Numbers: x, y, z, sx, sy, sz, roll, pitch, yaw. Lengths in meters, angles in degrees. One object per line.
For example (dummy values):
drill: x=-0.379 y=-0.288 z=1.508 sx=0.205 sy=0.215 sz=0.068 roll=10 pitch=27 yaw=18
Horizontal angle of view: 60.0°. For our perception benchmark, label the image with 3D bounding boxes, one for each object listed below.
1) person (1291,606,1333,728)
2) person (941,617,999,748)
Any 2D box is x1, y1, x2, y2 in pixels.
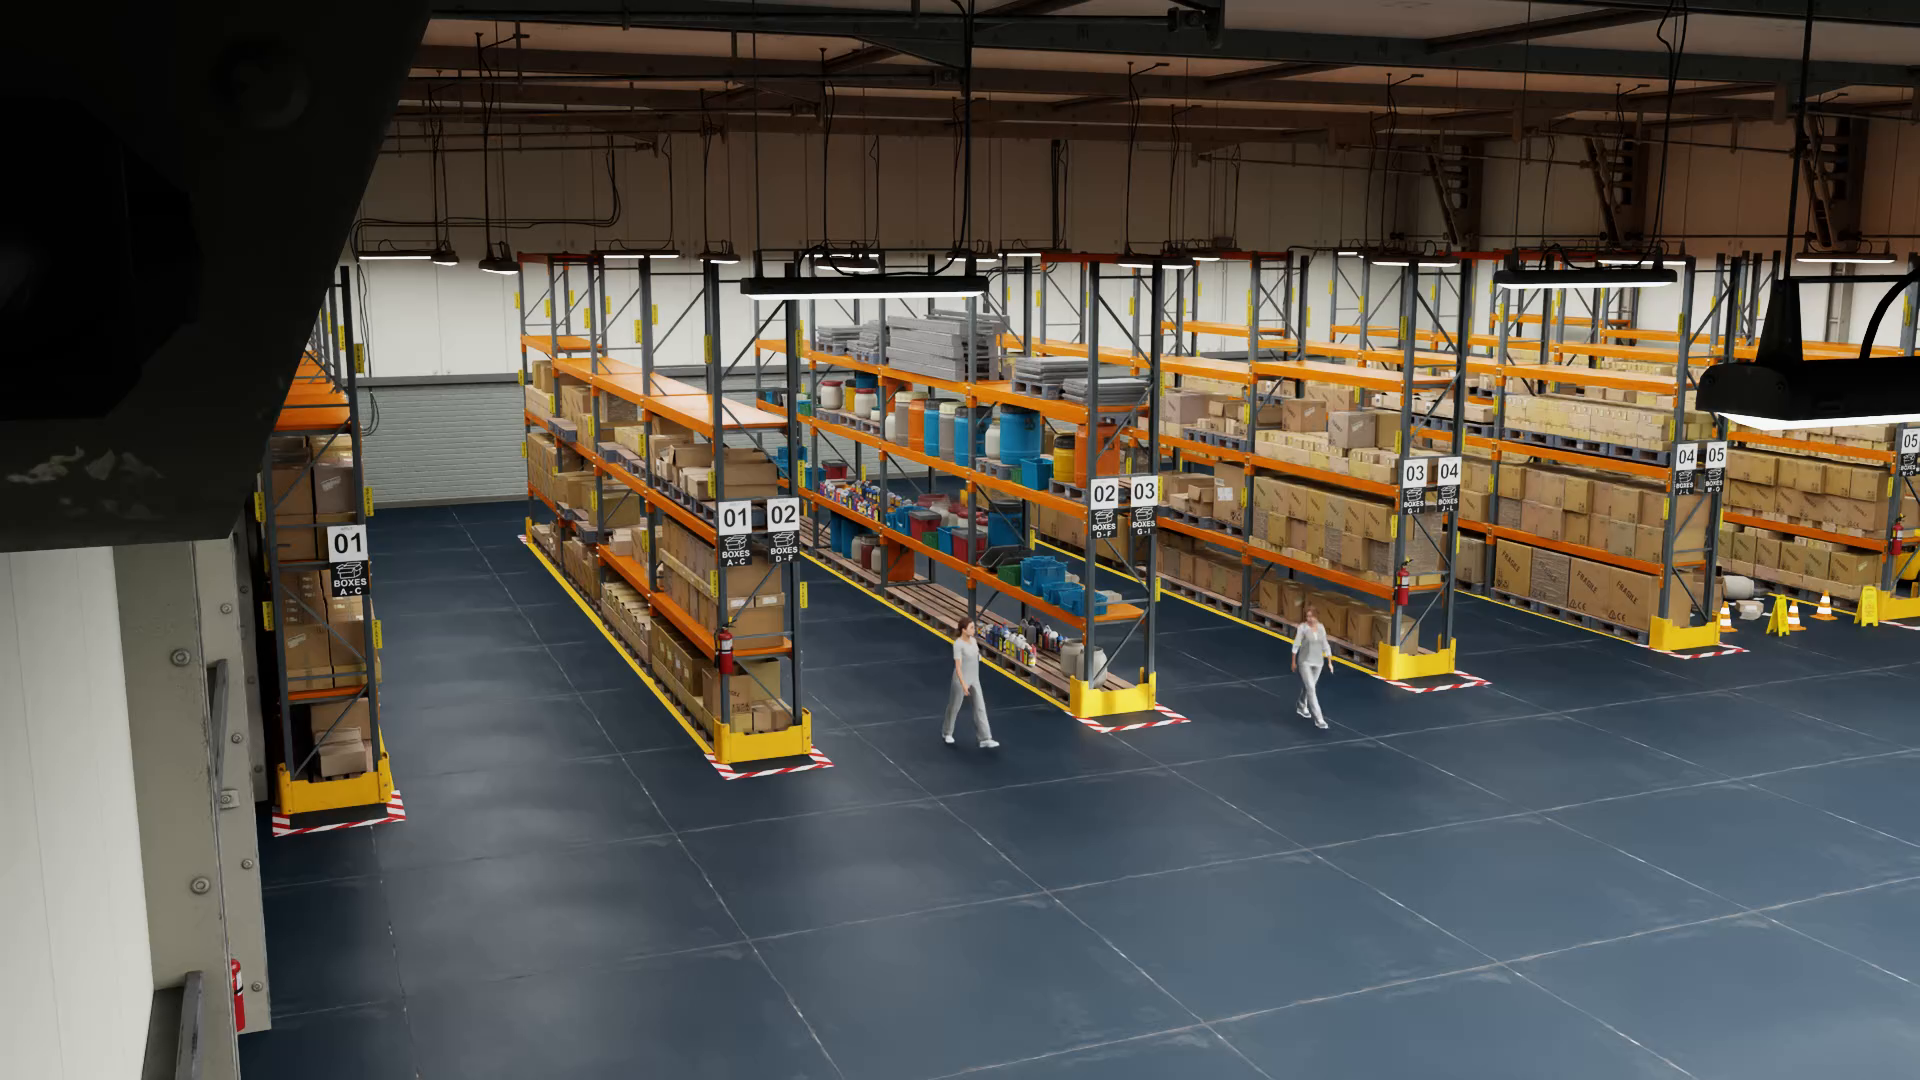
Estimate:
person: x=4.623 y=1.637 z=21.657 sx=0.436 sy=1.557 sz=0.932 roll=-3 pitch=11 yaw=-17
person: x=0.114 y=1.768 z=20.715 sx=0.465 sy=1.635 sz=0.913 roll=-10 pitch=14 yaw=-43
